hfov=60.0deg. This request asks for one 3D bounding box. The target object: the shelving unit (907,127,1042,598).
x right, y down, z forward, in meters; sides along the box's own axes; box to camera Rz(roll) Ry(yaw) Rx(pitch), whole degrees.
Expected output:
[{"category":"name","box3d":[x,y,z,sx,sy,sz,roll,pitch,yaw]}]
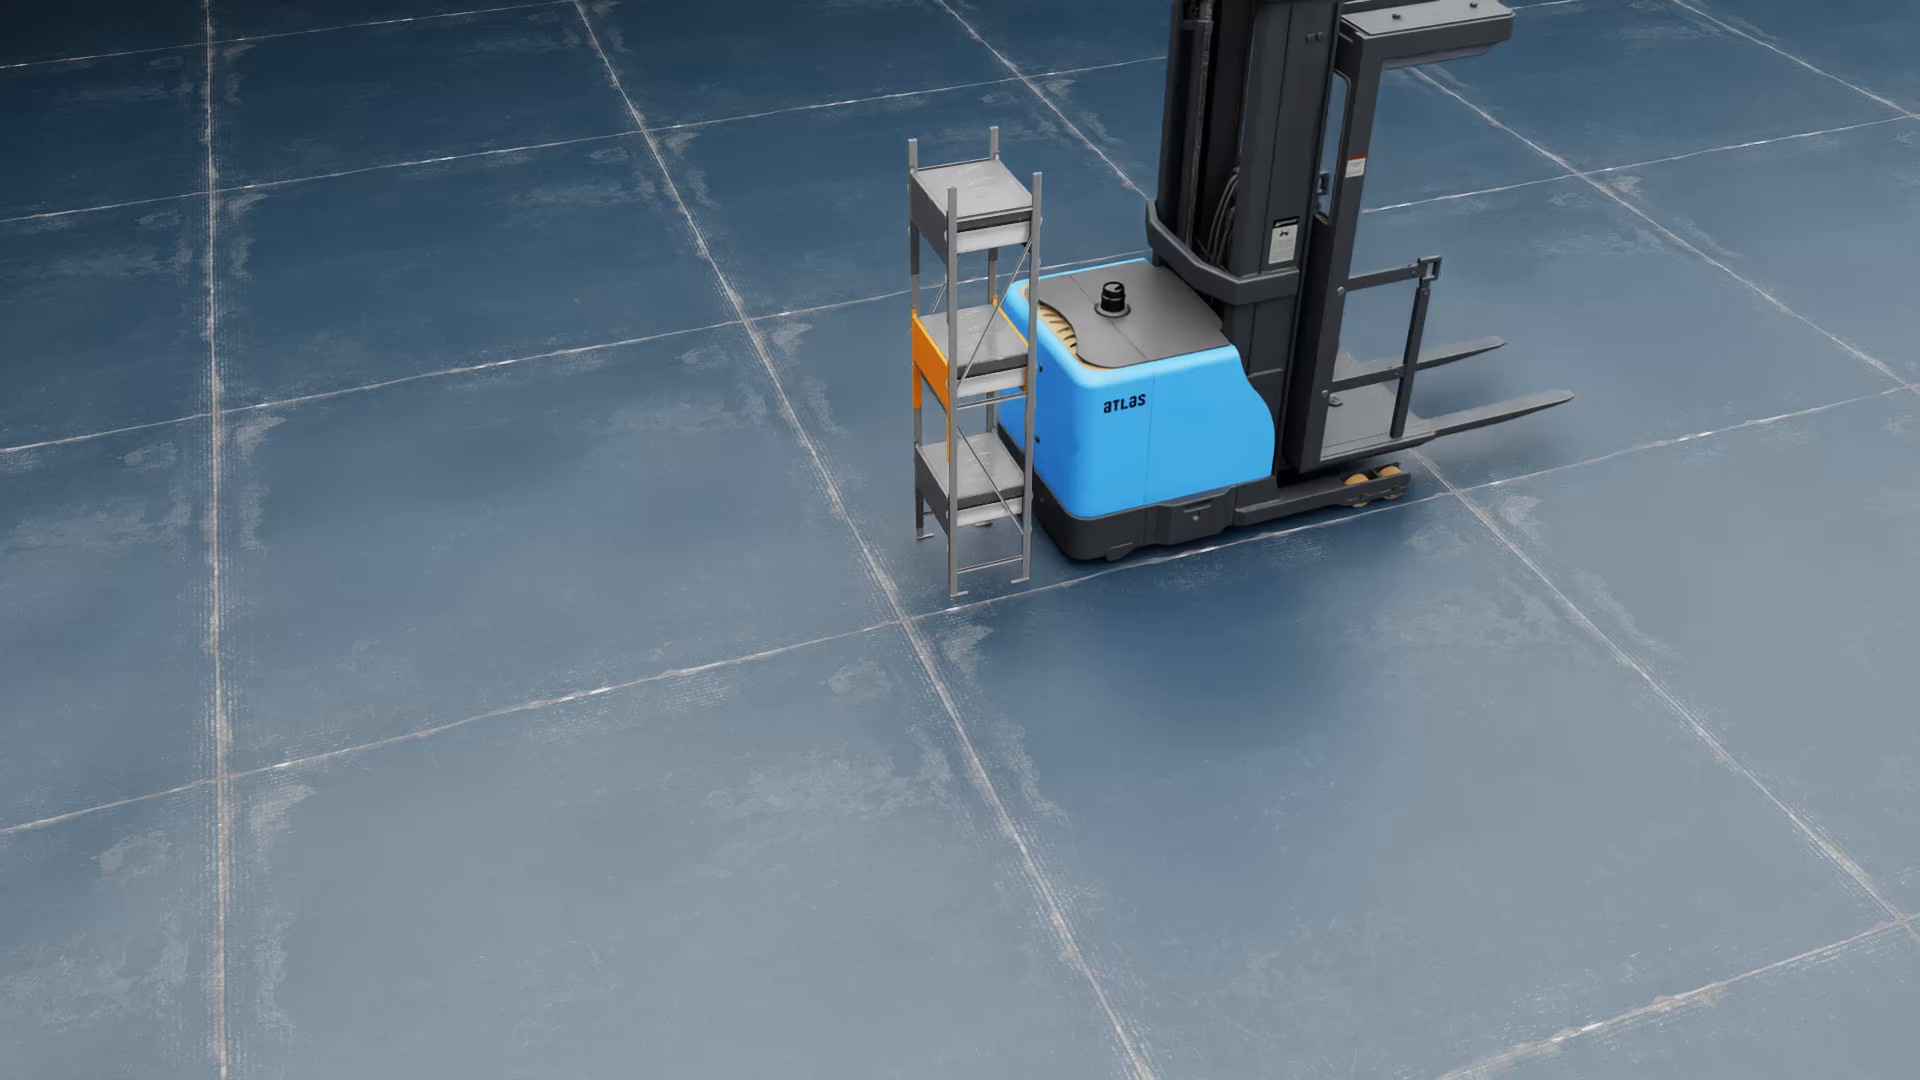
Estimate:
[{"category":"shelving unit","box3d":[0.057,-0.745,7.494,0.431,2.100,0.503,-12,39,-16]}]

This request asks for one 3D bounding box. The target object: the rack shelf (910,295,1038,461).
[{"category":"rack shelf","box3d":[0.057,-0.734,7.502,0.431,0.518,0.480,-12,39,-16]}]

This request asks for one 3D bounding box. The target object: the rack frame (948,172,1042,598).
[{"category":"rack frame","box3d":[0.141,-0.607,7.311,0.400,2.100,0.015,-12,39,-16]}]

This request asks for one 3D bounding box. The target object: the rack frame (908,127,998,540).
[{"category":"rack frame","box3d":[-0.027,-0.883,7.677,0.400,2.100,0.015,-12,39,-16]}]

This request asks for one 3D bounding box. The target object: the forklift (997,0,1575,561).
[{"category":"forklift","box3d":[1.762,-1.621,7.966,3.031,2.935,1.130,-13,39,-17]}]

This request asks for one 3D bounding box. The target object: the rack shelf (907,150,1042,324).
[{"category":"rack shelf","box3d":[0.057,-1.293,7.081,0.431,0.518,0.480,-12,39,-16]}]

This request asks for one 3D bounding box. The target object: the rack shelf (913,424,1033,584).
[{"category":"rack shelf","box3d":[0.057,-0.175,7.923,0.431,0.518,0.480,-12,39,-16]}]
